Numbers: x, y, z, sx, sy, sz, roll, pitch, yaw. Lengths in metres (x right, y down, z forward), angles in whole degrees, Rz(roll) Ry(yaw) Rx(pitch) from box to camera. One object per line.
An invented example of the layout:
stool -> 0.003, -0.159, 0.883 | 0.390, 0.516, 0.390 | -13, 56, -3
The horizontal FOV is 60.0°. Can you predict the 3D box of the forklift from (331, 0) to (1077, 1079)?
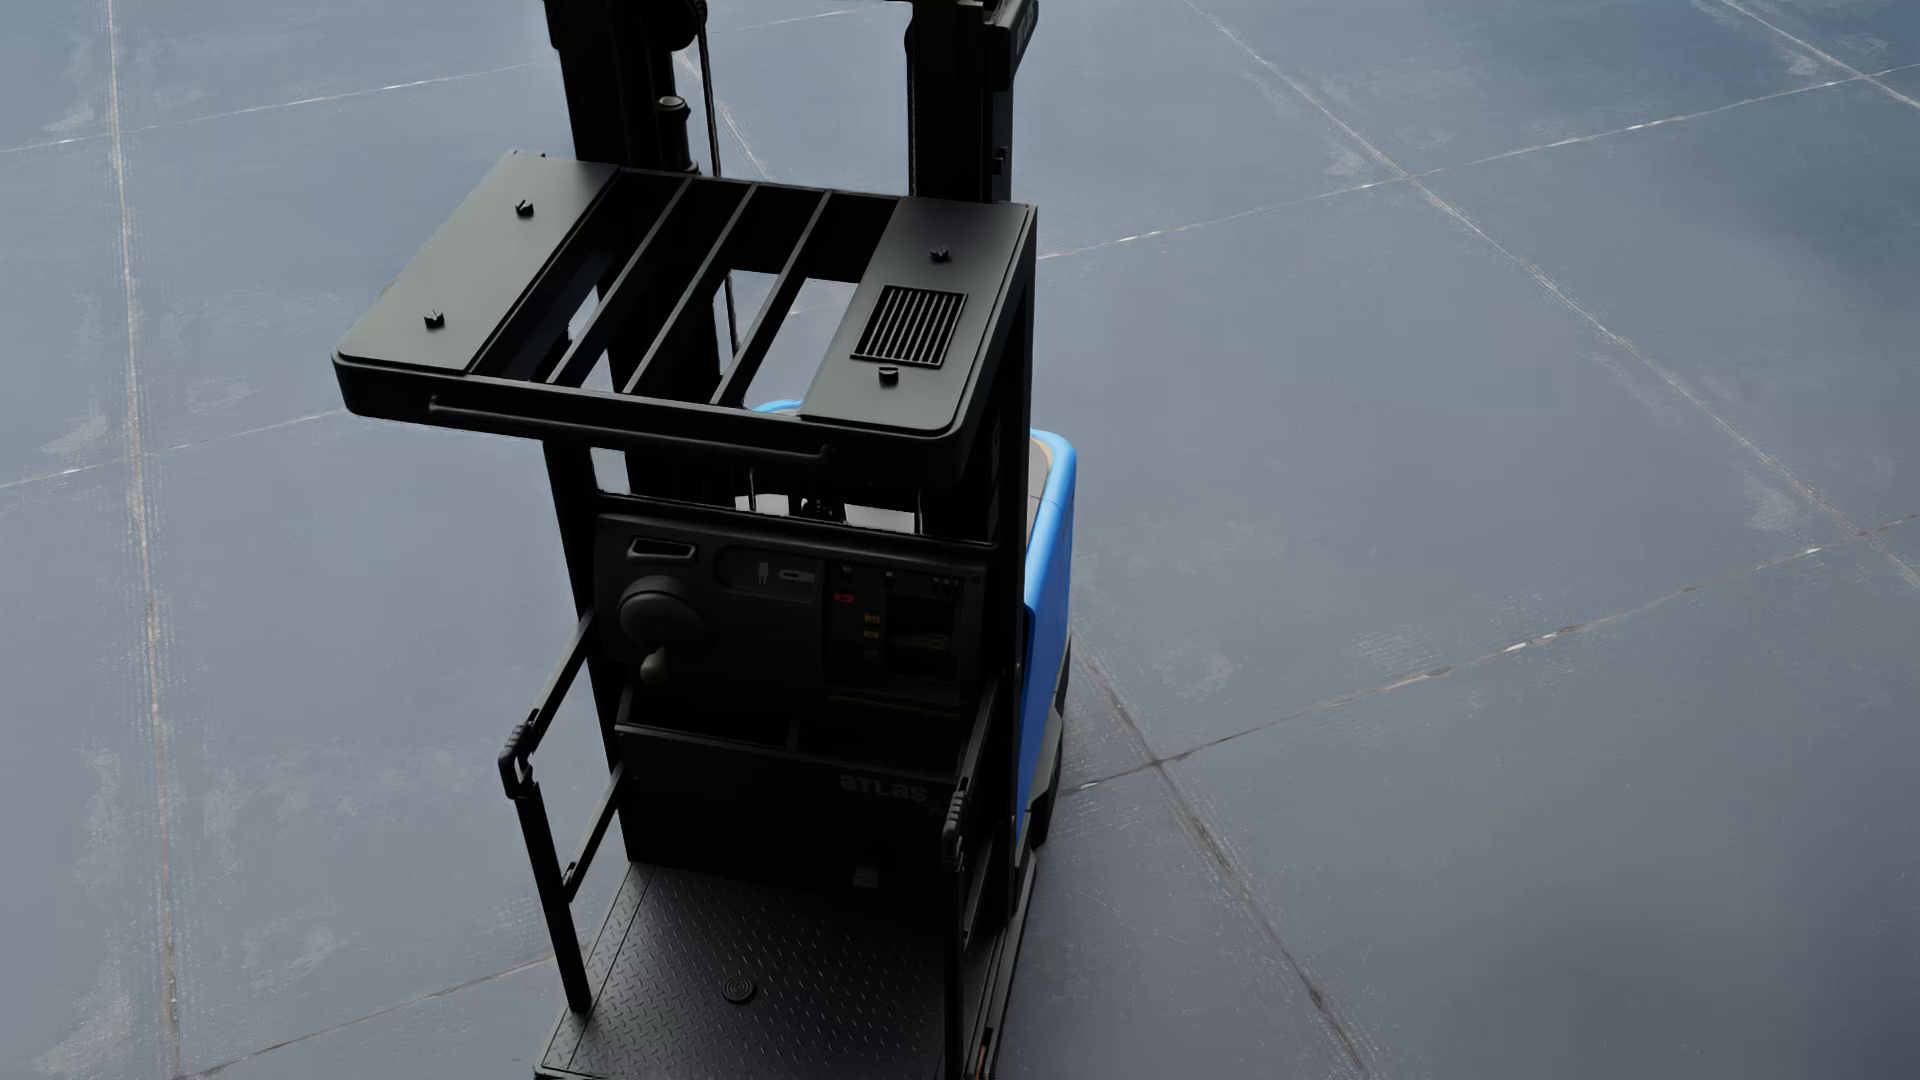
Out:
forklift -> -0.444, 0.258, 3.702 | 1.130, 2.935, 3.031 | 8, 41, 9
